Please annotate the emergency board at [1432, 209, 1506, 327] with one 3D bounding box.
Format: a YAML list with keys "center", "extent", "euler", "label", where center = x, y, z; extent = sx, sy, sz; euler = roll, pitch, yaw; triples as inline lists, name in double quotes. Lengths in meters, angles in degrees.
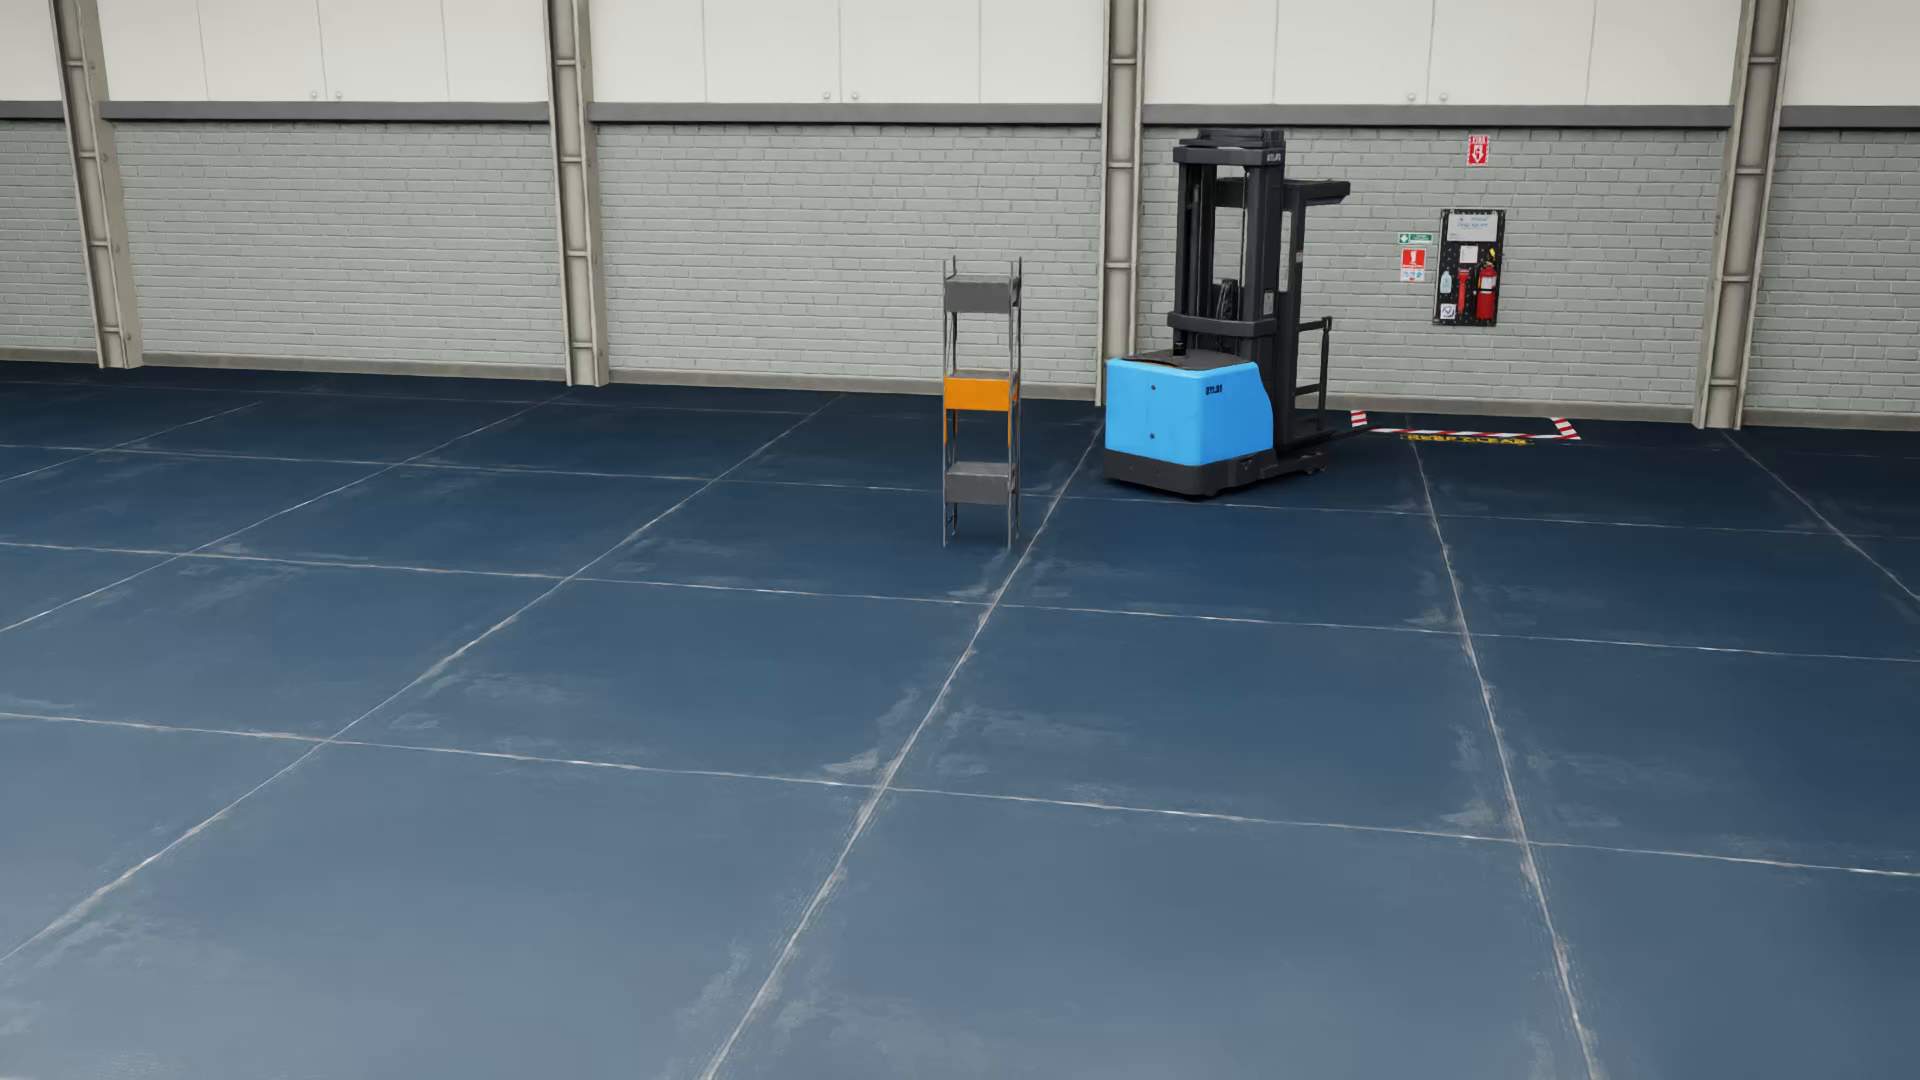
- center: [5.125, -2.722, 16.699]
  extent: [0.643, 1.169, 0.194]
  euler: [3, 16, 11]
  label: "emergency board"

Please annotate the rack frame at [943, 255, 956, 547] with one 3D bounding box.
- center: [-0.077, -1.016, 12.227]
  extent: [0.015, 2.100, 0.400]
  euler: [3, 16, 11]
  label: "rack frame"

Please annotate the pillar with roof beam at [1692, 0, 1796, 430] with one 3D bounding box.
- center: [6.681, -4.345, 11.322]
  extent: [0.400, 9.000, 9.100]
  euler: [3, 16, 11]
  label: "pillar with roof beam"

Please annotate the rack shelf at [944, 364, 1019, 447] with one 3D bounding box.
- center: [0.162, -0.990, 12.184]
  extent: [0.480, 0.518, 0.431]
  euler: [3, 16, 11]
  label: "rack shelf"

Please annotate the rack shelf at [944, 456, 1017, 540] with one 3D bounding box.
- center: [0.162, -0.315, 12.370]
  extent: [0.480, 0.518, 0.431]
  euler: [3, 16, 11]
  label: "rack shelf"

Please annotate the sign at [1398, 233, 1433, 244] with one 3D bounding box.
- center: [4.606, -3.048, 16.817]
  extent: [0.331, 0.109, 0.001]
  euler: [3, 16, 11]
  label: "sign"

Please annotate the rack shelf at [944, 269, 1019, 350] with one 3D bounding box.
- center: [0.162, -1.665, 11.997]
  extent: [0.480, 0.518, 0.431]
  euler: [3, 16, 11]
  label: "rack shelf"

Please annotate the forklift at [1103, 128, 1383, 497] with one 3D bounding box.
- center: [2.639, -2.078, 14.504]
  extent: [3.031, 2.935, 1.130]
  euler: [-14, 21, -41]
  label: "forklift"

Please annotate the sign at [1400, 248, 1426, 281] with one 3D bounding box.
- center: [4.604, -2.795, 16.897]
  extent: [0.234, 0.329, 0.001]
  euler: [3, 16, 11]
  label: "sign"

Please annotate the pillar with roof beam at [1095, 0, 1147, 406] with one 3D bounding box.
- center: [0.801, -4.664, 12.474]
  extent: [0.400, 9.000, 9.100]
  euler: [3, 16, 11]
  label: "pillar with roof beam"

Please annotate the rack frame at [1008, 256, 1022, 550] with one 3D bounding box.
- center: [0.401, -0.990, 12.133]
  extent: [0.015, 2.100, 0.400]
  euler: [3, 16, 11]
  label: "rack frame"

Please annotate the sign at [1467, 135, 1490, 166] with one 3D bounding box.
- center: [5.137, -3.865, 16.485]
  extent: [0.199, 0.298, 0.001]
  euler: [3, 16, 11]
  label: "sign"

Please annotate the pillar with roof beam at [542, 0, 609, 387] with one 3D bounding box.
- center: [-5.078, -4.984, 13.626]
  extent: [0.400, 9.000, 9.100]
  euler: [3, 16, 11]
  label: "pillar with roof beam"

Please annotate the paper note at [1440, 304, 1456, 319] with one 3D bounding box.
- center: [4.965, -2.325, 16.915]
  extent: [0.142, 0.148, 0.016]
  euler: [3, 16, 11]
  label: "paper note"

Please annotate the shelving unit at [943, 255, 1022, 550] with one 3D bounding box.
- center: [0.162, -1.003, 12.180]
  extent: [0.503, 2.100, 0.431]
  euler: [3, 16, 11]
  label: "shelving unit"

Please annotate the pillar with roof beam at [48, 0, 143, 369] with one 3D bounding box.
- center: [-10.958, -5.303, 14.778]
  extent: [0.400, 9.000, 9.100]
  euler: [3, 16, 11]
  label: "pillar with roof beam"
